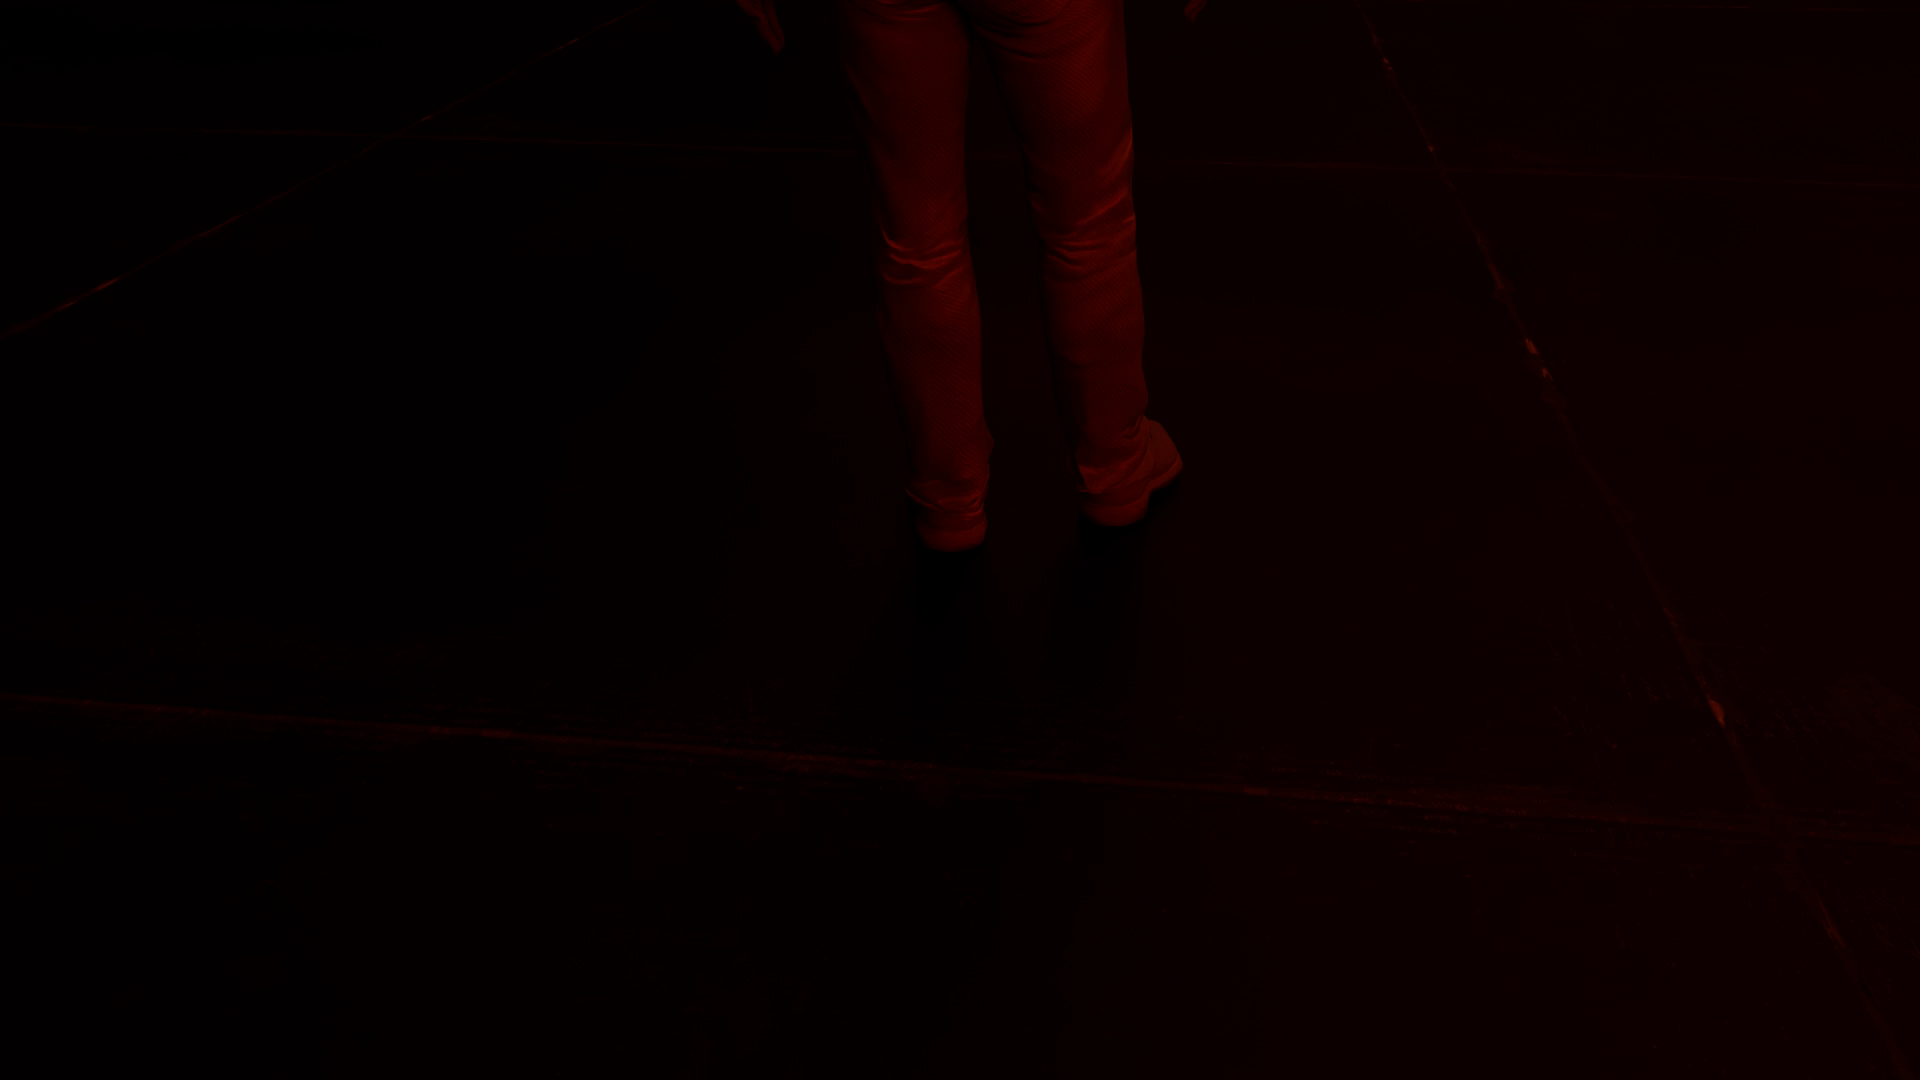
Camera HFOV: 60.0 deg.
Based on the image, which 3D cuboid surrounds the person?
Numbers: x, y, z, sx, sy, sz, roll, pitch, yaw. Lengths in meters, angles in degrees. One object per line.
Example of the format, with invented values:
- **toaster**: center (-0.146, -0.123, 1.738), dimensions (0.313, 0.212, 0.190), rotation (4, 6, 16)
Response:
- **person**: center (0.015, -0.827, 2.163), dimensions (0.665, 1.765, 0.577), rotation (3, 27, 7)
